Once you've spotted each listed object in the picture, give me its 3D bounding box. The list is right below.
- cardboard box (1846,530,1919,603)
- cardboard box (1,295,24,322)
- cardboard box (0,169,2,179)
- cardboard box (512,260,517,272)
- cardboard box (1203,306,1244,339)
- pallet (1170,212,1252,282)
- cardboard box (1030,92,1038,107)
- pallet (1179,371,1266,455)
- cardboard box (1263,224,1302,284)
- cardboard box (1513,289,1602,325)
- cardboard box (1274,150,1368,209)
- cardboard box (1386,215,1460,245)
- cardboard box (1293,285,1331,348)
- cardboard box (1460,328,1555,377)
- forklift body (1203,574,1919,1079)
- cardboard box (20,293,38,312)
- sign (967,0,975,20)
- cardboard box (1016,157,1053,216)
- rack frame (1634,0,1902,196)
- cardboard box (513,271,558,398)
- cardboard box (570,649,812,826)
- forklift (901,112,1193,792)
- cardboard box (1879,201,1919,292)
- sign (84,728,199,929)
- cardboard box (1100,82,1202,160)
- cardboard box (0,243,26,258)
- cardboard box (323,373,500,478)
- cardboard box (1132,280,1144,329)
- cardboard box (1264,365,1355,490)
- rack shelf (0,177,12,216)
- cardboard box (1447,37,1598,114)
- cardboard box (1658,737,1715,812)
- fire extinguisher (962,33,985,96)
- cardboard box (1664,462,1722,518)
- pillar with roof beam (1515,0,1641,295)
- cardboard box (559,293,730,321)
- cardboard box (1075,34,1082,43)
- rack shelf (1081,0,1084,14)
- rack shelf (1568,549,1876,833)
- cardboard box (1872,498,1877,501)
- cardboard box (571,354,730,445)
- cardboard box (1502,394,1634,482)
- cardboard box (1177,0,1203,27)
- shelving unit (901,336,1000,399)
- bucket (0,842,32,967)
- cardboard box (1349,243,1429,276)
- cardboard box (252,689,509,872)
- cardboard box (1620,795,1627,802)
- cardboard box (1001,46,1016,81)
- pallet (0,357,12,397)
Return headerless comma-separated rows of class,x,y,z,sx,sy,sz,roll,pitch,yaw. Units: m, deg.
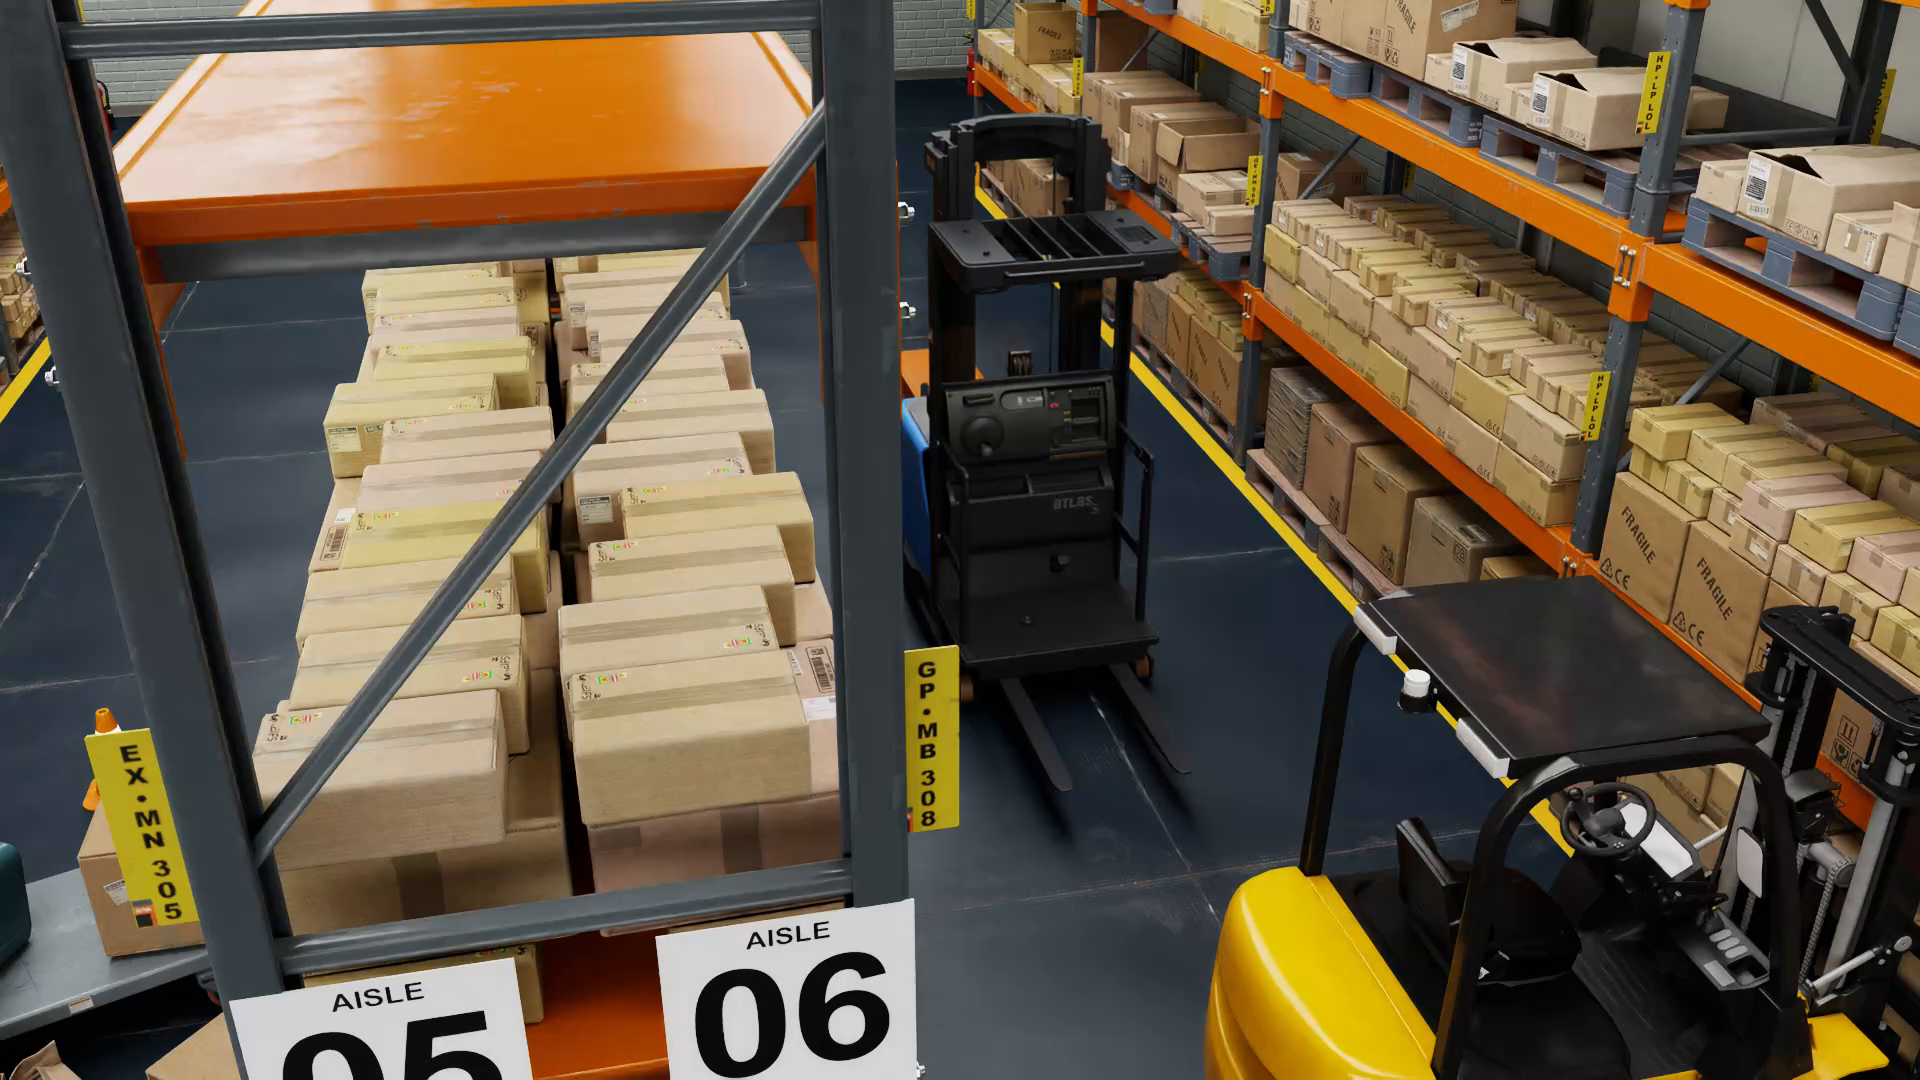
cardboard box,3.505,0.089,6.084,0.380,0.149,0.250,-6,27,-12
cardboard box,-7.853,-1.870,13.494,0.380,0.149,0.250,-5,27,-9
cardboard box,-8.126,-3.014,13.671,0.380,0.149,0.250,-7,28,-14
cardboard box,-1.640,-0.966,5.400,0.380,0.149,0.250,-5,27,-10
cardboard box,2.004,-1.596,12.172,0.380,0.149,0.250,-7,28,-14
pallet,2.232,-2.132,11.858,1.213,0.211,1.003,-6,27,-12
cardboard box,0.904,-4.365,16.348,0.380,0.149,0.250,-6,27,-12
pallet,2.322,-1.014,12.525,1.003,0.211,1.213,-6,27,-12
cardboard box,2.291,-1.862,10.721,0.500,0.250,0.500,-6,27,-12
cardboard box,3.249,-1.247,9.060,0.380,0.149,0.250,-6,27,-12
cardboard box,2.490,-2.401,11.602,0.500,0.500,0.500,-5,27,-9
cardboard box,2.891,-1.916,10.386,0.380,0.149,0.250,-6,27,-12
cardboard box,2.424,-1.420,10.400,0.500,0.250,0.500,-7,28,-13
cardboard box,2.793,-0.959,8.491,0.380,0.149,0.250,-7,28,-13
forklift body,2.051,1.316,5.755,2.313,2.155,1.214,-6,27,-12
cardboard box,-8.019,-1.959,14.000,0.380,0.149,0.250,-6,27,-12
sign,0.122,-5.771,17.894,0.100,0.325,0.005,-6,27,-12
cardboard box,0.872,-3.611,16.884,0.500,0.500,0.500,-5,27,-11
rack frame,3.355,-2.850,6.409,1.000,3.000,0.127,-6,27,-12
cardboard box,-1.523,-0.624,5.165,0.500,0.250,0.500,-6,27,-12
cardboard box,-0.460,0.331,2.831,0.380,0.149,0.250,-6,27,-12
forklift,0.436,-0.614,8.713,1.130,2.935,3.031,-6,27,-12
cardboard box,3.393,-1.000,5.646,0.396,0.266,0.258,-7,28,-13
sign,-1.124,0.403,2.310,0.100,0.325,0.005,-6,27,-12
cardboard box,1.560,-3.453,13.685,0.700,0.500,0.500,-6,27,-11
cardboard box,-8.127,-2.449,14.310,0.380,0.149,0.250,-5,27,-10
cardboard box,-1.321,-0.281,4.043,0.380,0.149,0.250,-5,27,-10
cardboard box,1.679,-2.068,13.825,0.500,0.500,0.500,-7,28,-13
cardboard box,2.581,-0.780,11.135,0.875,0.625,0.625,-5,27,-10
rack shelf,-8.534,-3.188,14.535,1.077,0.370,4.000,-6,27,-12
cardboard box,2.781,-2.333,8.236,0.500,0.311,0.500,-7,28,-13
cardboard box,3.263,0.892,7.130,0.500,0.250,0.500,-6,27,-12
fire extinguisher,0.167,-5.256,18.334,0.296,0.674,0.183,-6,27,-12
cardboard box,3.230,-0.225,7.037,0.380,0.149,0.250,-5,27,-10
pillar with roof beam,-0.569,-3.688,8.069,9.100,9.000,0.400,-6,27,-12
cardboard box,-1.004,-0.682,5.281,0.500,0.250,0.500,-6,27,-12
cardboard box,1.128,-5.104,17.369,0.500,0.250,0.500,-6,27,-11
rack shelf,1.101,-5.579,15.945,1.077,0.370,4.000,-6,27,-12
rack shelf,3.805,1.028,6.183,1.077,0.370,4.000,-6,27,-12
cardboard box,3.819,-0.167,6.922,0.380,0.149,0.250,-5,27,-10
cardboard box,-0.773,-0.341,4.161,0.380,0.149,0.250,-5,27,-11
cardboard box,2.995,-0.517,8.058,0.500,0.250,0.500,-7,28,-13
cardboard box,1.874,-3.840,11.867,0.500,0.250,0.500,-6,27,-12
shelving unit,-0.120,-0.699,10.886,0.538,1.125,1.048,-6,27,-12
bucket,-4.003,1.490,6.416,0.726,0.611,0.620,3,17,6
cardboard box,2.539,-1.644,9.847,0.380,0.149,0.250,-6,27,-11
cardboard box,-0.943,0.389,2.716,0.380,0.149,0.250,-6,27,-11
cardboard box,3.271,1.336,7.360,0.500,0.250,0.500,-7,28,-13
cardboard box,0.721,-4.835,16.837,0.500,0.250,0.500,-6,27,-13
pallet,-7.906,-1.044,12.585,1.003,0.211,1.213,-6,27,-12
